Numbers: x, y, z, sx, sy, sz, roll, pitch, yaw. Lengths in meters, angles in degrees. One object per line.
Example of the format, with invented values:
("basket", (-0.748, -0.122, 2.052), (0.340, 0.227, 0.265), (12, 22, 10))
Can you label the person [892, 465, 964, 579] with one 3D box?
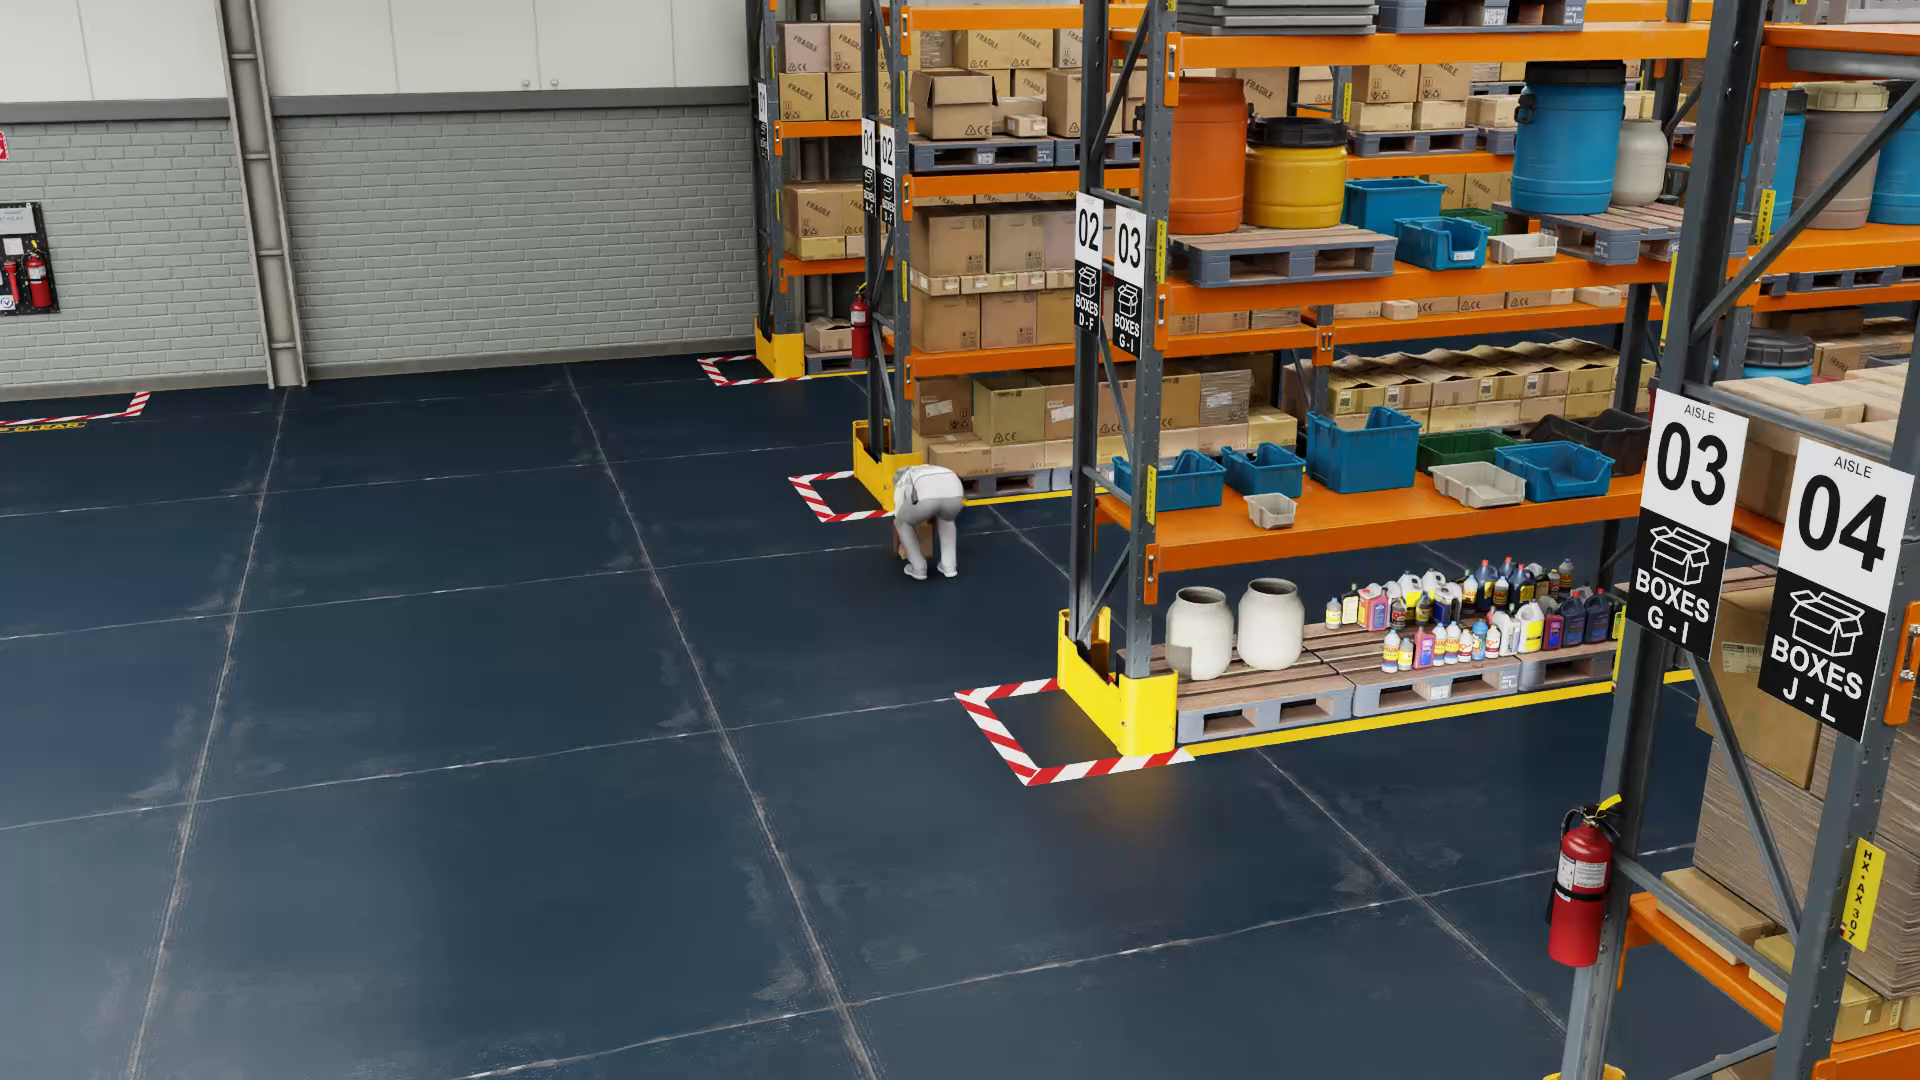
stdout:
("person", (-0.277, -0.188, 12.830), (0.471, 0.857, 0.907), (-7, 21, -20))
